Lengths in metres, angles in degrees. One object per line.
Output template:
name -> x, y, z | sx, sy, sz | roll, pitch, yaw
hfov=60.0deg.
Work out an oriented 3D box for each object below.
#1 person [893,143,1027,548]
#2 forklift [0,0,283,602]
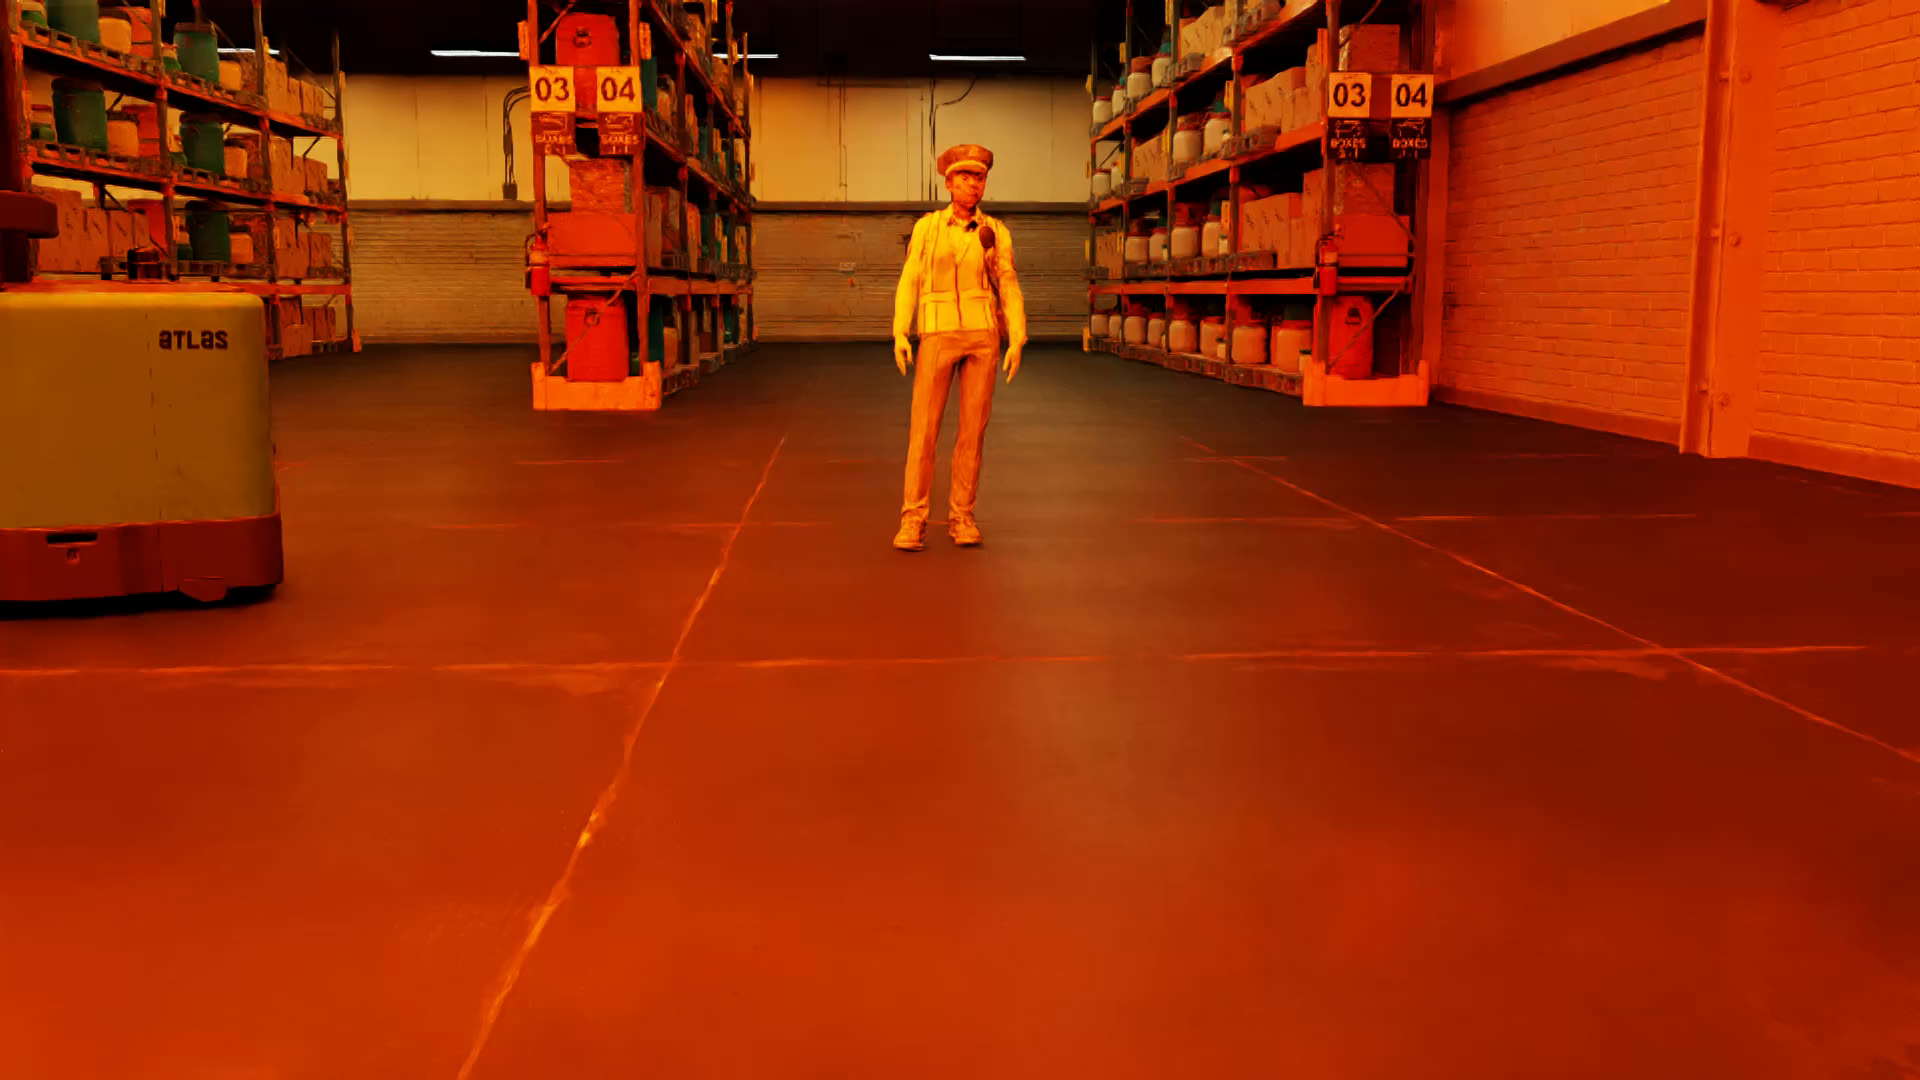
person -> -0.003, -0.836, 7.117 | 0.586, 1.695, 0.532 | -1, 8, -4
forklift -> -3.952, -1.211, 5.488 | 3.031, 2.935, 1.130 | -3, 9, -22
